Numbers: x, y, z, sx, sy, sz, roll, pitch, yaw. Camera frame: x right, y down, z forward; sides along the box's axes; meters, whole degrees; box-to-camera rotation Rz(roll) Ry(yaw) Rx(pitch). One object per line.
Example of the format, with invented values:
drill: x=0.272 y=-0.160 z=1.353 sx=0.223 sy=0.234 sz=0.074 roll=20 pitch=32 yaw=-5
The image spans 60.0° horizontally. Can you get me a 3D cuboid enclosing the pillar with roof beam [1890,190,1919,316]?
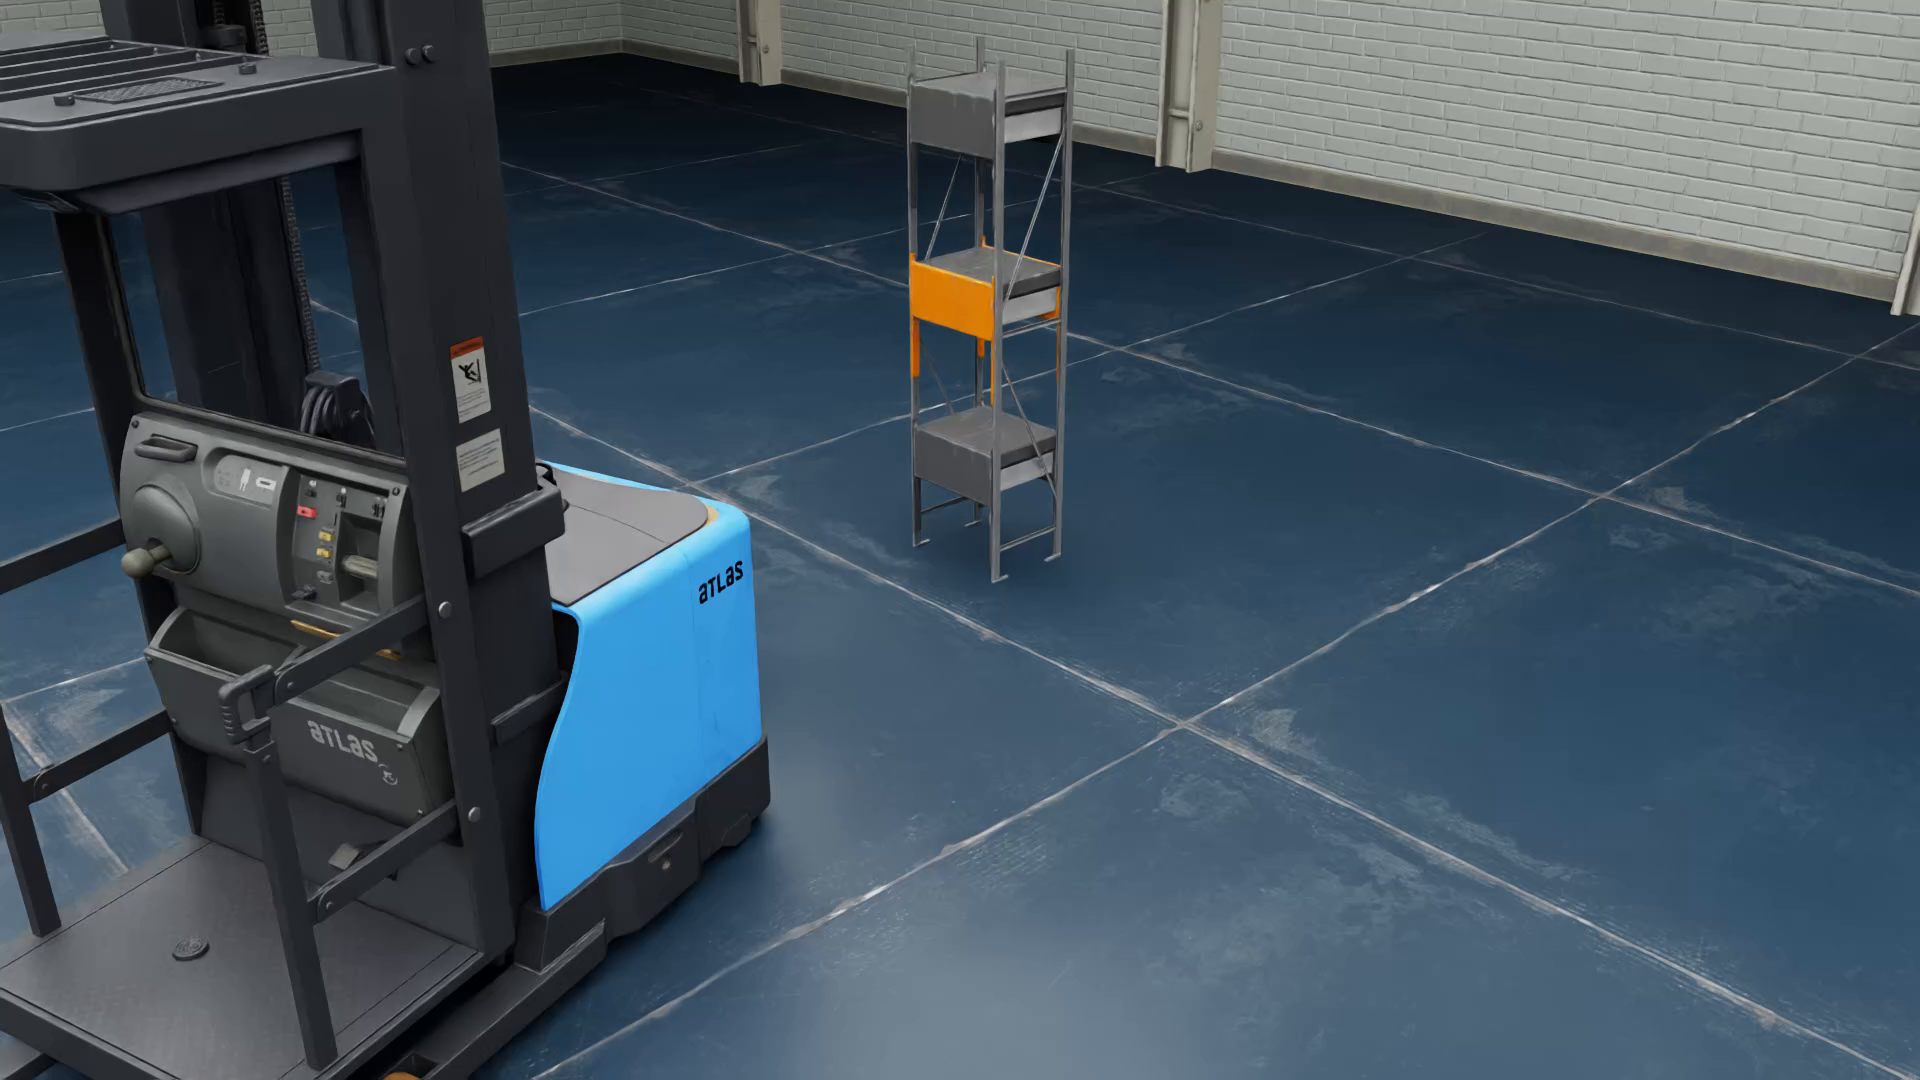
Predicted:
pillar with roof beam: x=2.881 y=-4.262 z=5.750 sx=9.100 sy=9.000 sz=0.400 roll=-21 pitch=32 yaw=-38

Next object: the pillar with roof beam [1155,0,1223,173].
pillar with roof beam: x=-1.220 y=-6.080 z=9.734 sx=9.100 sy=9.000 sz=0.400 roll=-21 pitch=32 yaw=-38

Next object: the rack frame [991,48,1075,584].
rack frame: x=0.280 y=-0.831 z=6.542 sx=0.400 sy=2.100 sz=0.015 roll=-21 pitch=32 yaw=-38

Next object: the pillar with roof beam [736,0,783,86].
pillar with roof beam: x=-5.321 y=-7.897 z=13.719 sx=9.100 sy=9.000 sz=0.400 roll=-21 pitch=32 yaw=-38

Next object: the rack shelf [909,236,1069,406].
rack shelf: x=0.113 y=-0.893 z=6.710 sx=0.431 sy=0.518 sz=0.480 roll=-21 pitch=32 yaw=-38

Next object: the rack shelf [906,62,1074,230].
rack shelf: x=0.113 y=-1.530 z=6.419 sx=0.431 sy=0.518 sz=0.480 roll=-21 pitch=32 yaw=-38

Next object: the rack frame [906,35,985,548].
rack frame: x=-0.054 y=-0.979 z=6.866 sx=0.400 sy=2.100 sz=0.015 roll=-21 pitch=32 yaw=-38

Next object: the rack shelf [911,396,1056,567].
rack shelf: x=0.113 y=-0.256 z=7.000 sx=0.431 sy=0.518 sz=0.480 roll=-21 pitch=32 yaw=-38

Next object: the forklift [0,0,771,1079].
forklift: x=-1.752 y=-0.014 z=3.749 sx=1.130 sy=2.935 sz=3.031 roll=13 pitch=28 yaw=26

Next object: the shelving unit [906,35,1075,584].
shelving unit: x=0.113 y=-0.905 z=6.704 sx=0.431 sy=2.100 sz=0.503 roll=-21 pitch=32 yaw=-38
